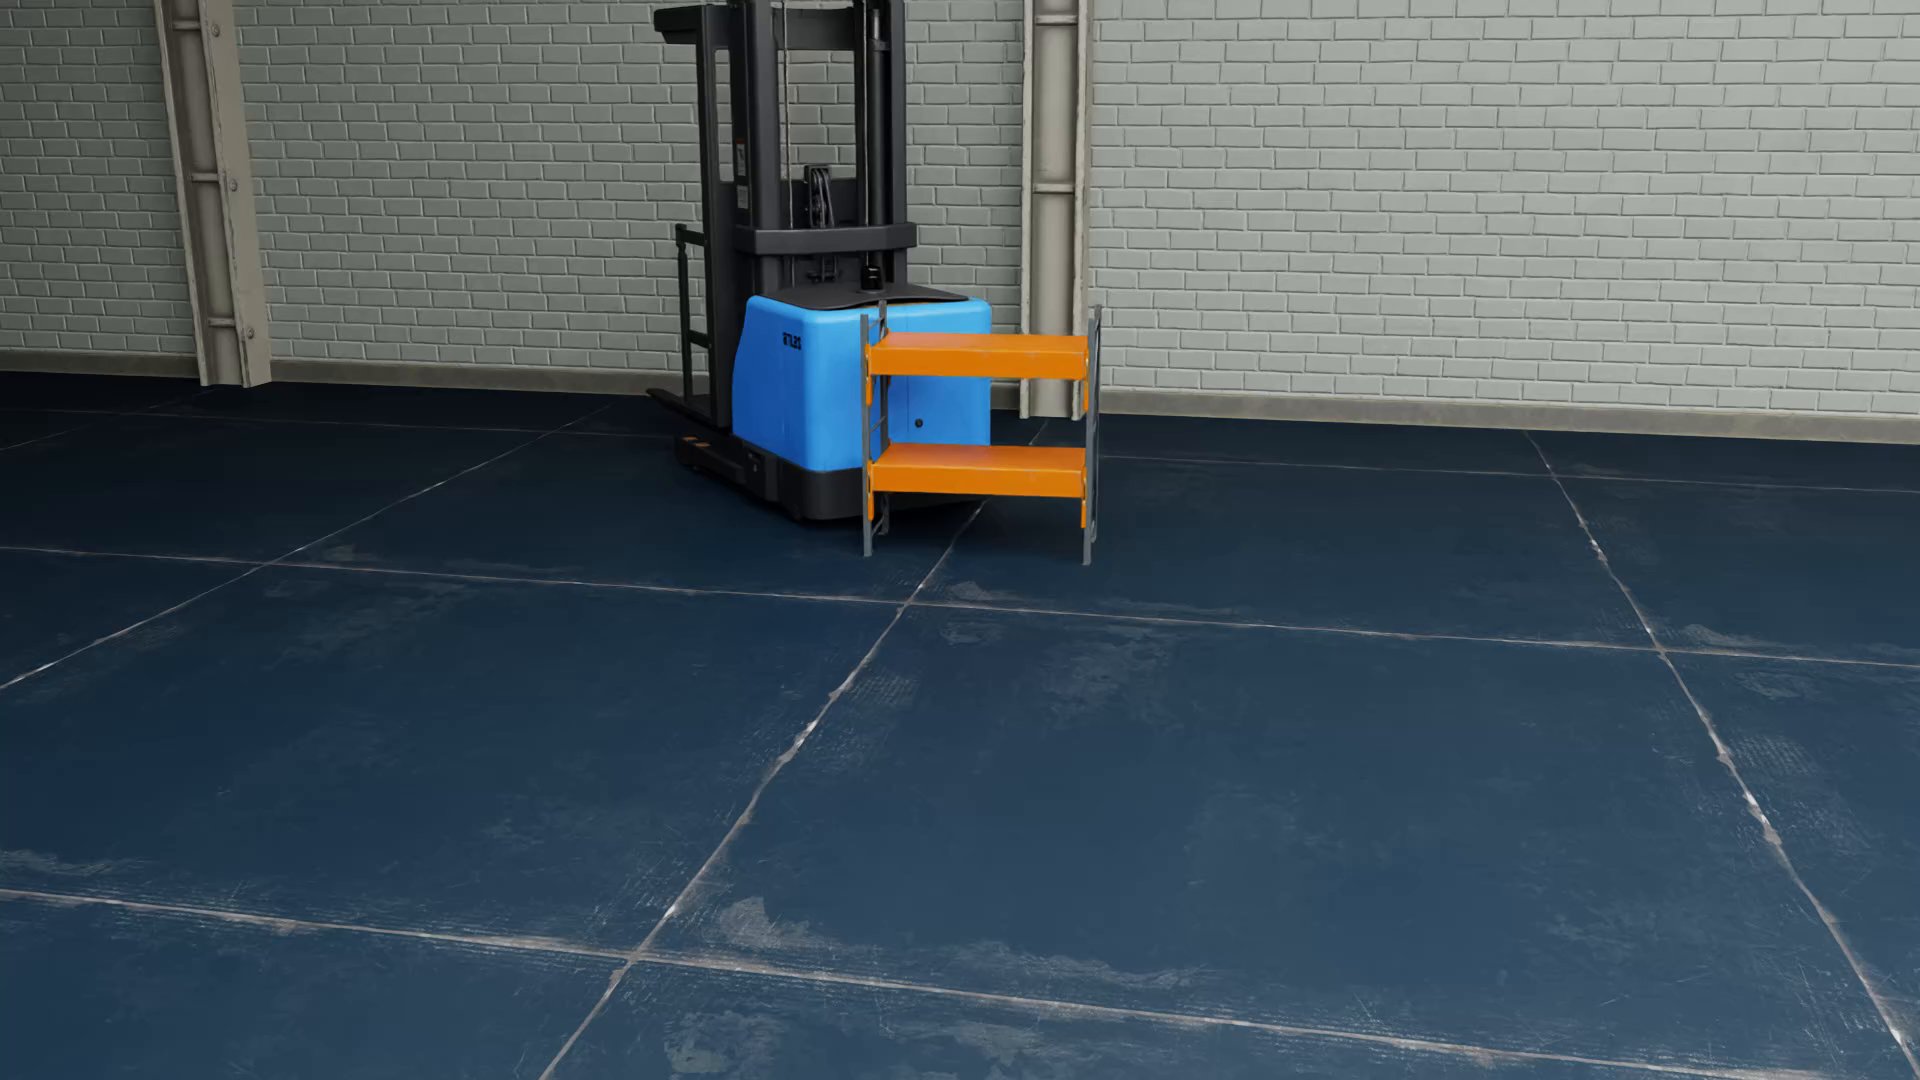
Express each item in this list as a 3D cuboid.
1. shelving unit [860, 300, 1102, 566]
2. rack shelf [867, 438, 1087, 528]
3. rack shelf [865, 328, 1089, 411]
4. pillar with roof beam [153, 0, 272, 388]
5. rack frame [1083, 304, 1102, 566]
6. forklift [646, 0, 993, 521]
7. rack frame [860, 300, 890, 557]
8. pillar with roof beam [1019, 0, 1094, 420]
[{"bbox_3d":[0.107,-0.509,7.724,1.048,1.125,0.538,2,16,8],"label":"shelving unit"},{"bbox_3d":[0.107,-0.274,7.789,1.000,0.278,0.538,2,16,8],"label":"rack shelf"},{"bbox_3d":[0.107,-0.792,7.646,1.000,0.278,0.538,2,16,8],"label":"rack shelf"},{"bbox_3d":[-6.126,-4.356,6.860,0.400,9.000,9.100,3,16,11],"label":"pillar with roof beam"},{"bbox_3d":[0.611,-0.491,7.656,0.032,1.125,0.500,2,16,8],"label":"rack frame"},{"bbox_3d":[-0.983,-1.851,9.184,1.130,2.935,3.031,-8,18,-28],"label":"forklift"},{"bbox_3d":[-0.396,-0.528,7.792,0.032,1.125,0.500,2,16,8],"label":"rack frame"},{"bbox_3d":[-0.247,-4.037,5.708,0.400,9.000,9.100,3,16,11],"label":"pillar with roof beam"}]
